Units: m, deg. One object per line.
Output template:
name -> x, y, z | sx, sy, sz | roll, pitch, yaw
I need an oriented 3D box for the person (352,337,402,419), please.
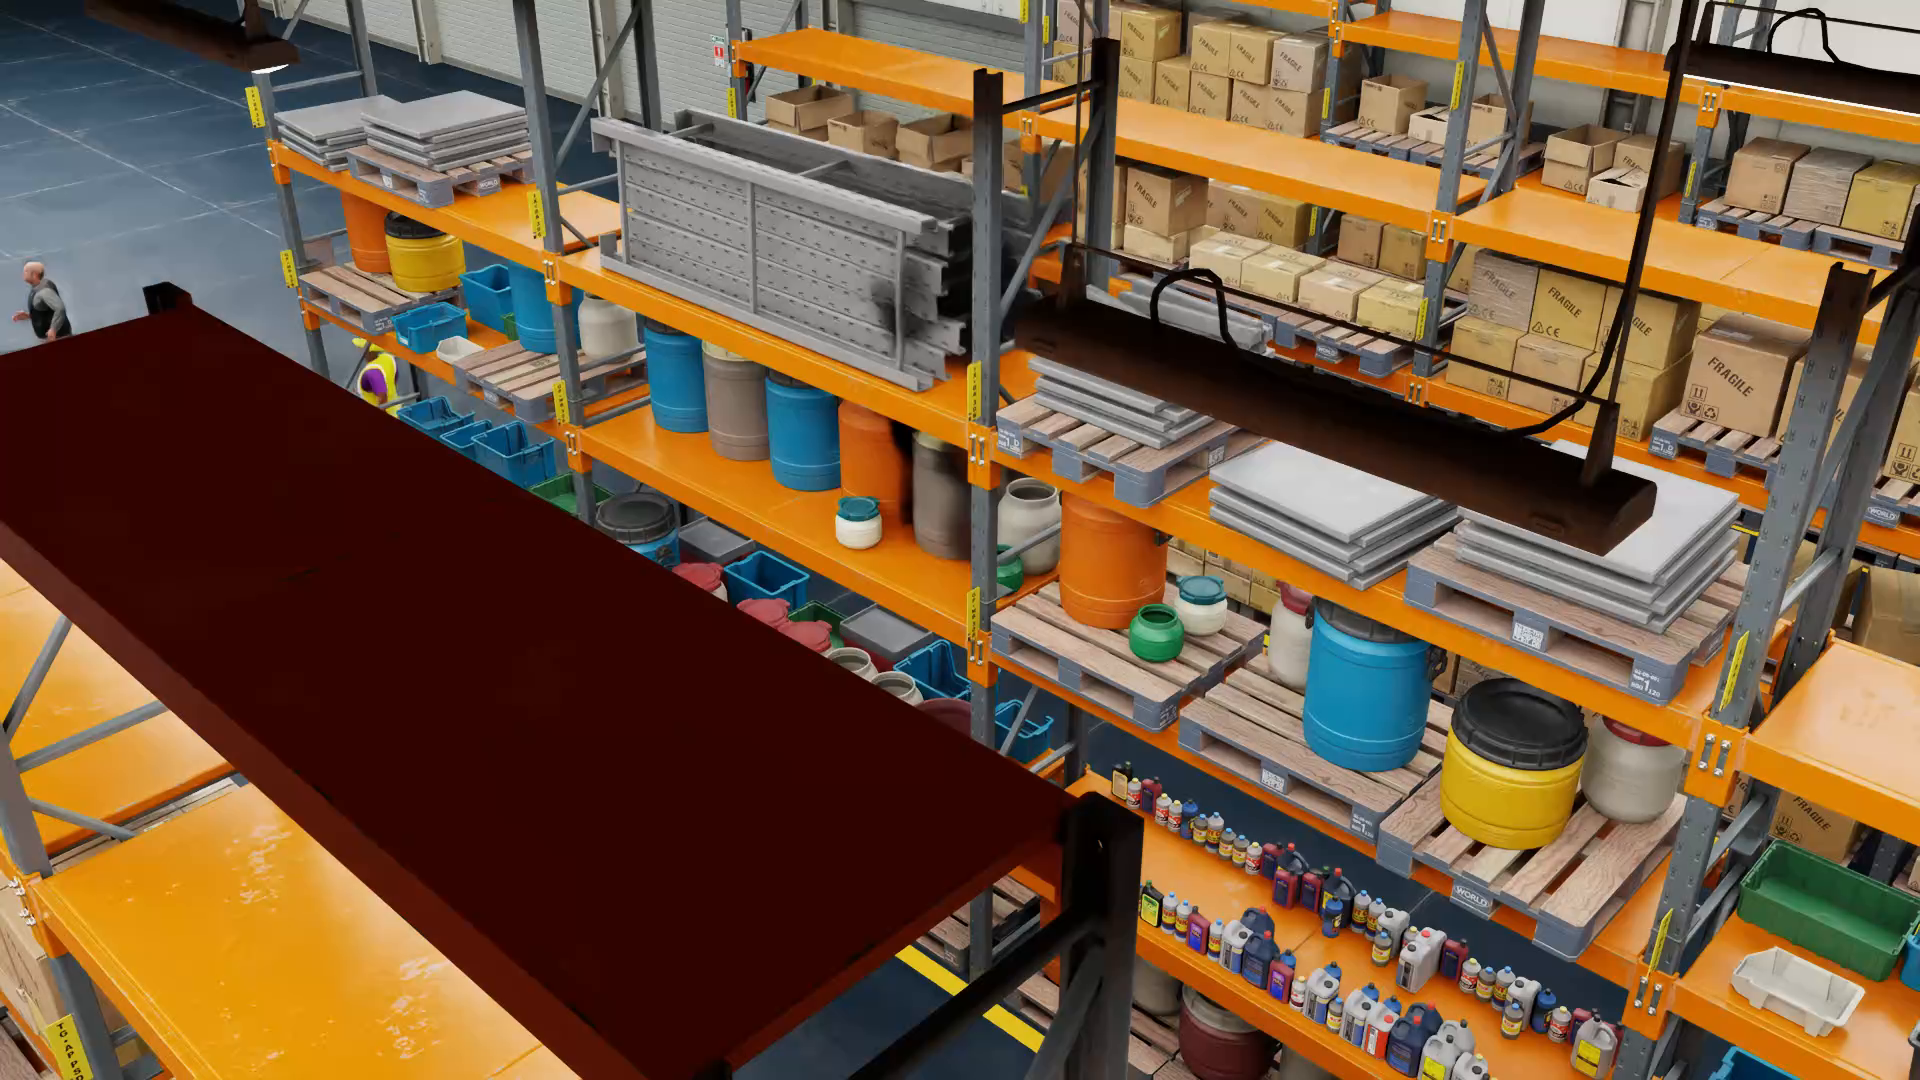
person -> -5.870, -1.274, 16.729 | 0.557, 1.735, 0.702 | 2, 29, 3

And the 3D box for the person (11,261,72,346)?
person -> -10.133, -2.256, 18.527 | 0.692, 1.742, 0.685 | -10, 31, -18
